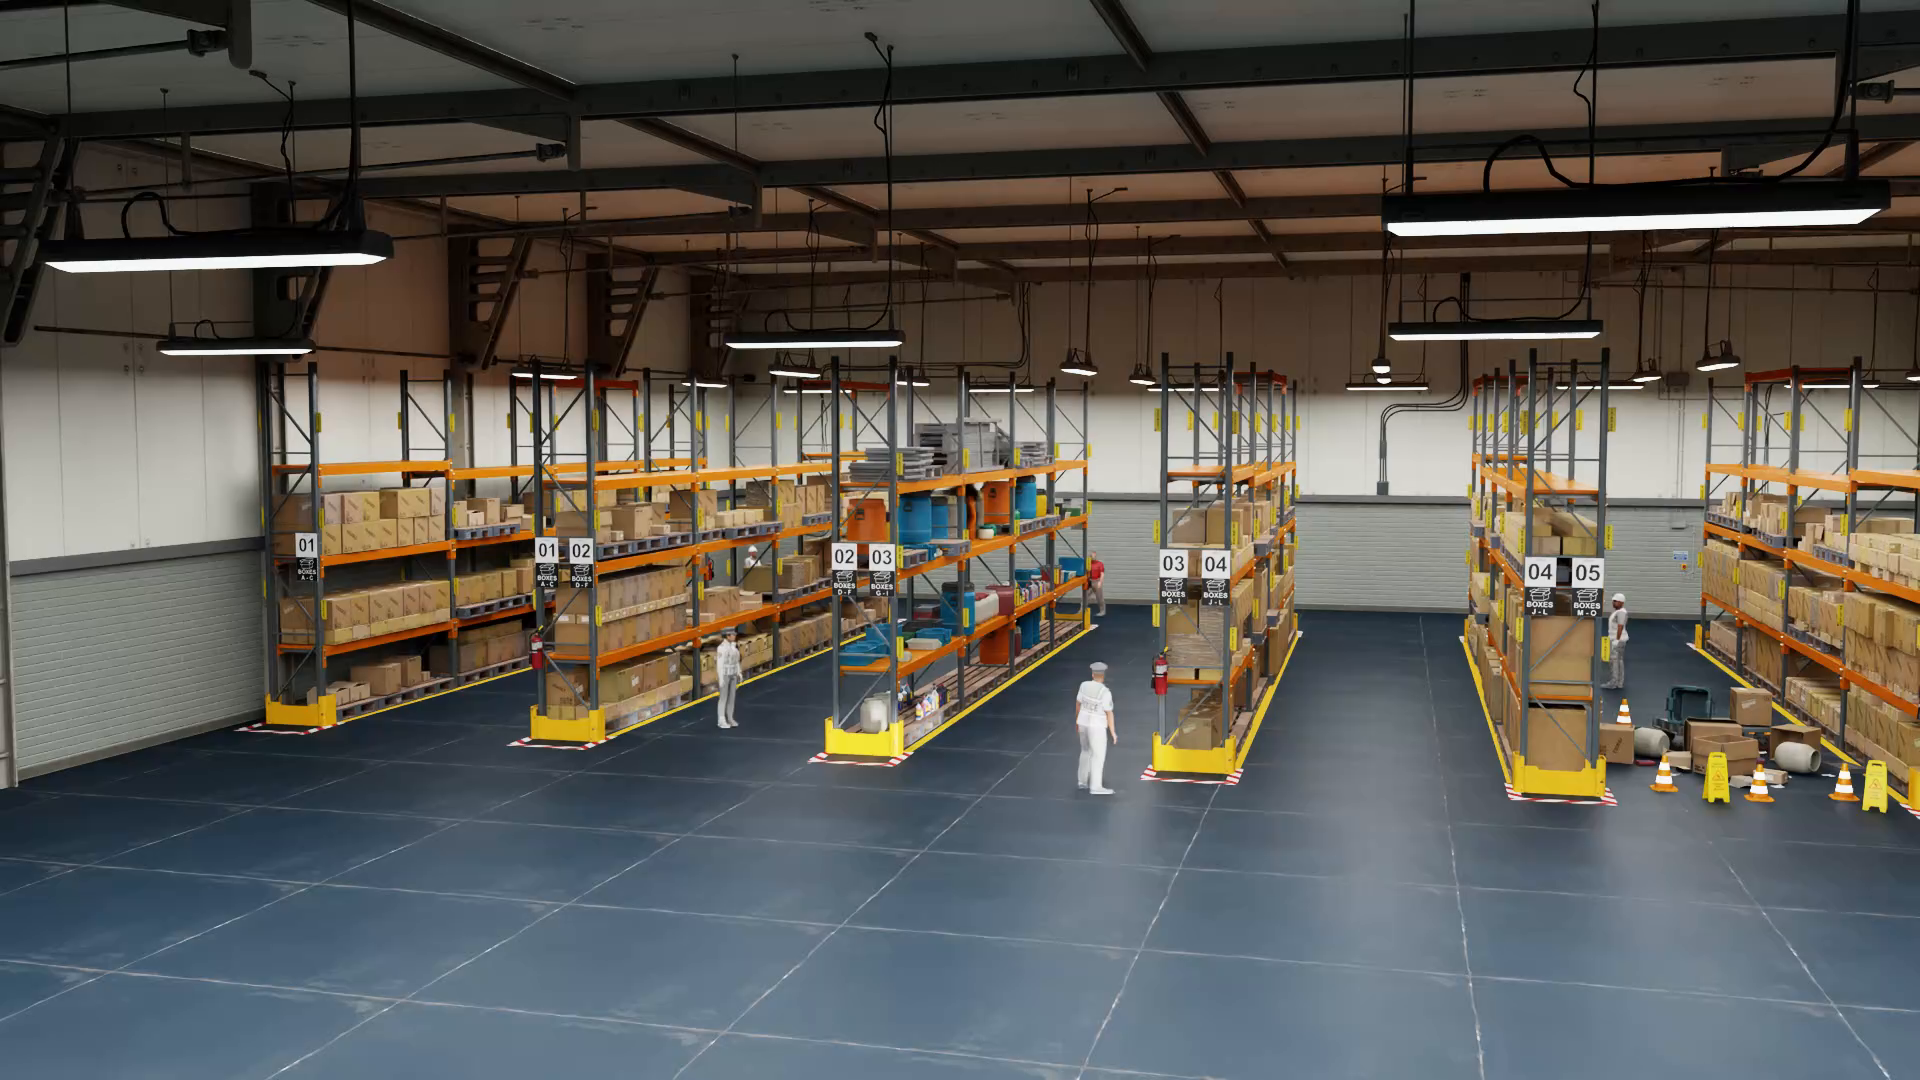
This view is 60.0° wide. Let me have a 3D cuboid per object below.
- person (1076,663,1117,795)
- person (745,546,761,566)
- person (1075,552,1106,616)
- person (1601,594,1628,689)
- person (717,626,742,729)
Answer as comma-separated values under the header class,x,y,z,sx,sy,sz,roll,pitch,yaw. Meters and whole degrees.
class,x,y,z,sx,sy,sz,roll,pitch,yaw
person,1.805,2.571,22.561,0.404,1.823,0.702,-3,5,-34
person,-5.350,1.036,43.720,0.915,1.734,0.582,2,4,23
person,3.378,1.140,42.659,0.614,1.670,0.970,3,5,36
person,12.421,1.906,31.445,0.447,1.788,0.613,3,5,40
person,-3.807,2.244,27.320,0.346,1.683,0.514,2,5,27
